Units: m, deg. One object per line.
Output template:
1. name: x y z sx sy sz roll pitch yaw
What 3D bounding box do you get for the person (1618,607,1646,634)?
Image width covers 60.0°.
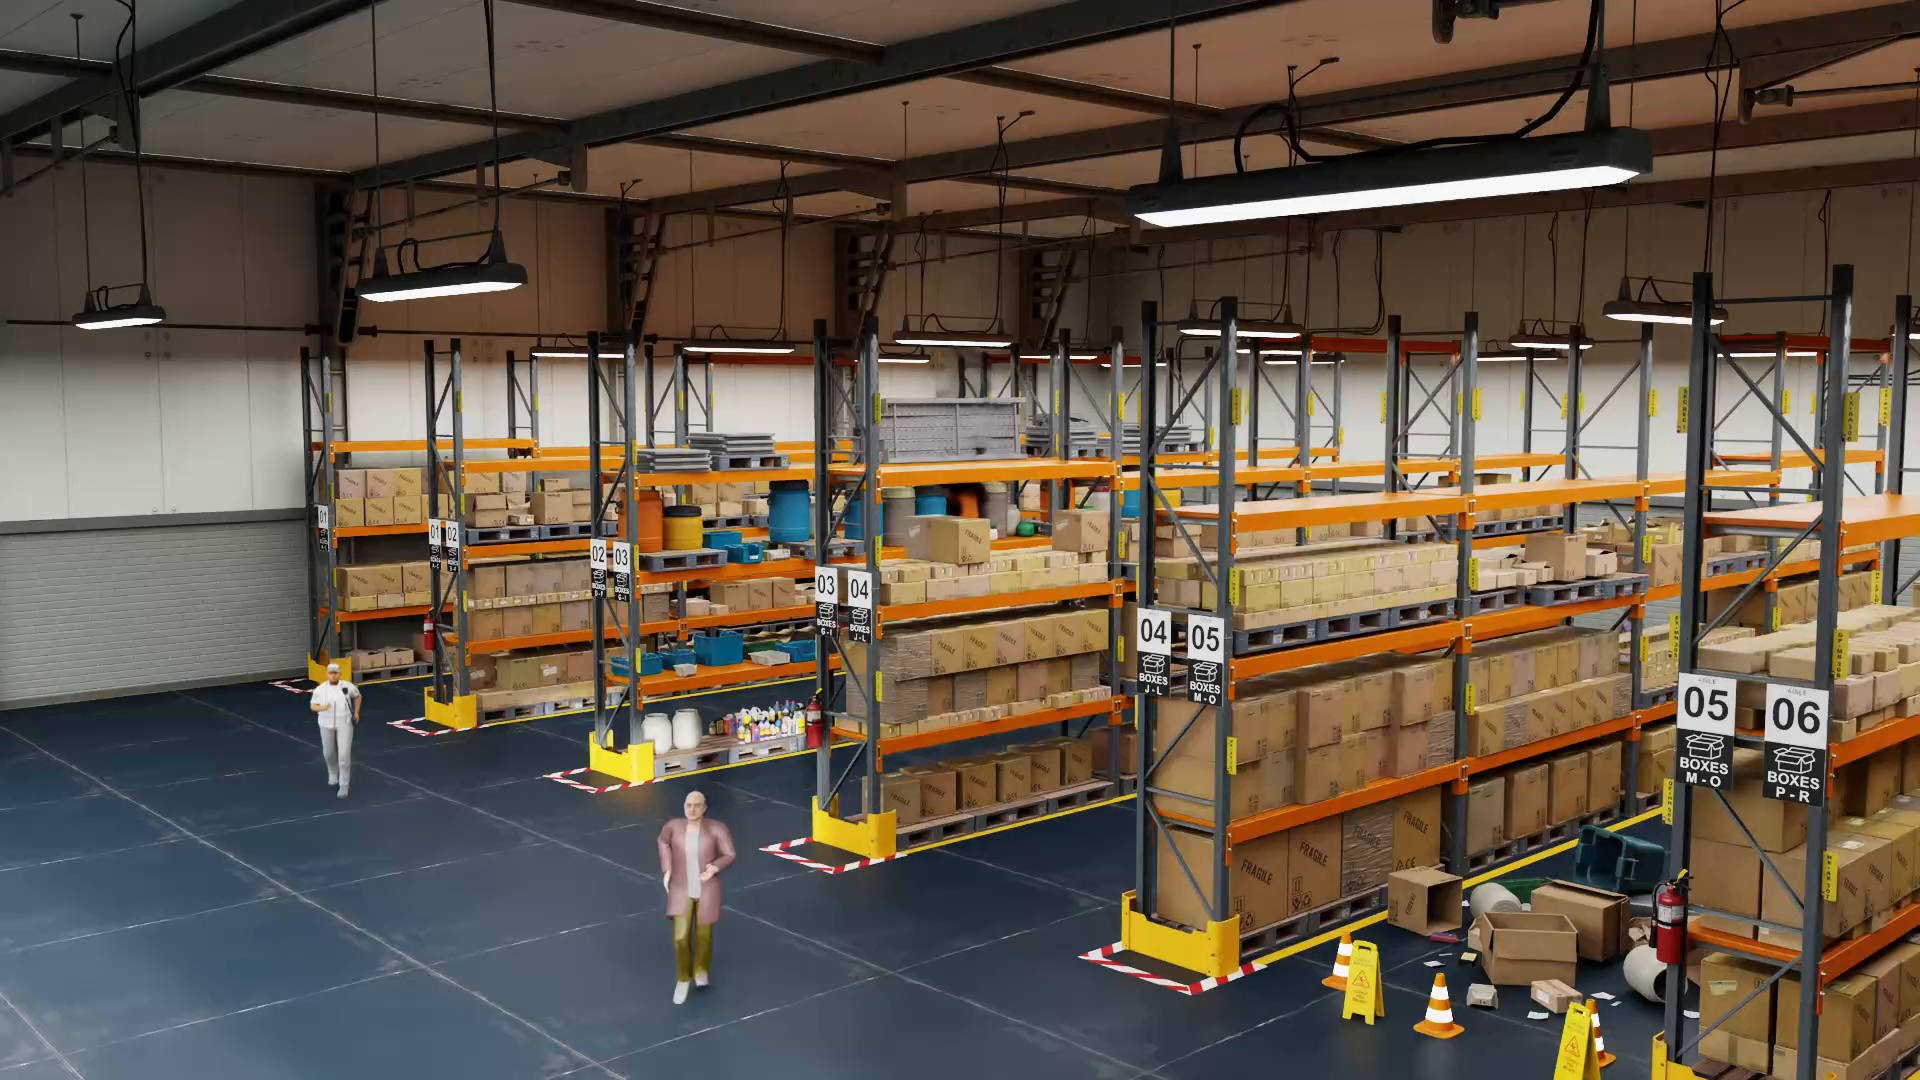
1. person: 11.483 1.915 28.383 0.572 1.510 0.492 2 5 20

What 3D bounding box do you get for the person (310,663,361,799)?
1. person: -8.090 2.426 21.536 0.571 1.683 0.904 -1 5 -15

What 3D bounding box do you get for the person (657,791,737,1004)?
1. person: -2.255 3.071 14.223 0.693 1.776 0.808 0 5 -5
